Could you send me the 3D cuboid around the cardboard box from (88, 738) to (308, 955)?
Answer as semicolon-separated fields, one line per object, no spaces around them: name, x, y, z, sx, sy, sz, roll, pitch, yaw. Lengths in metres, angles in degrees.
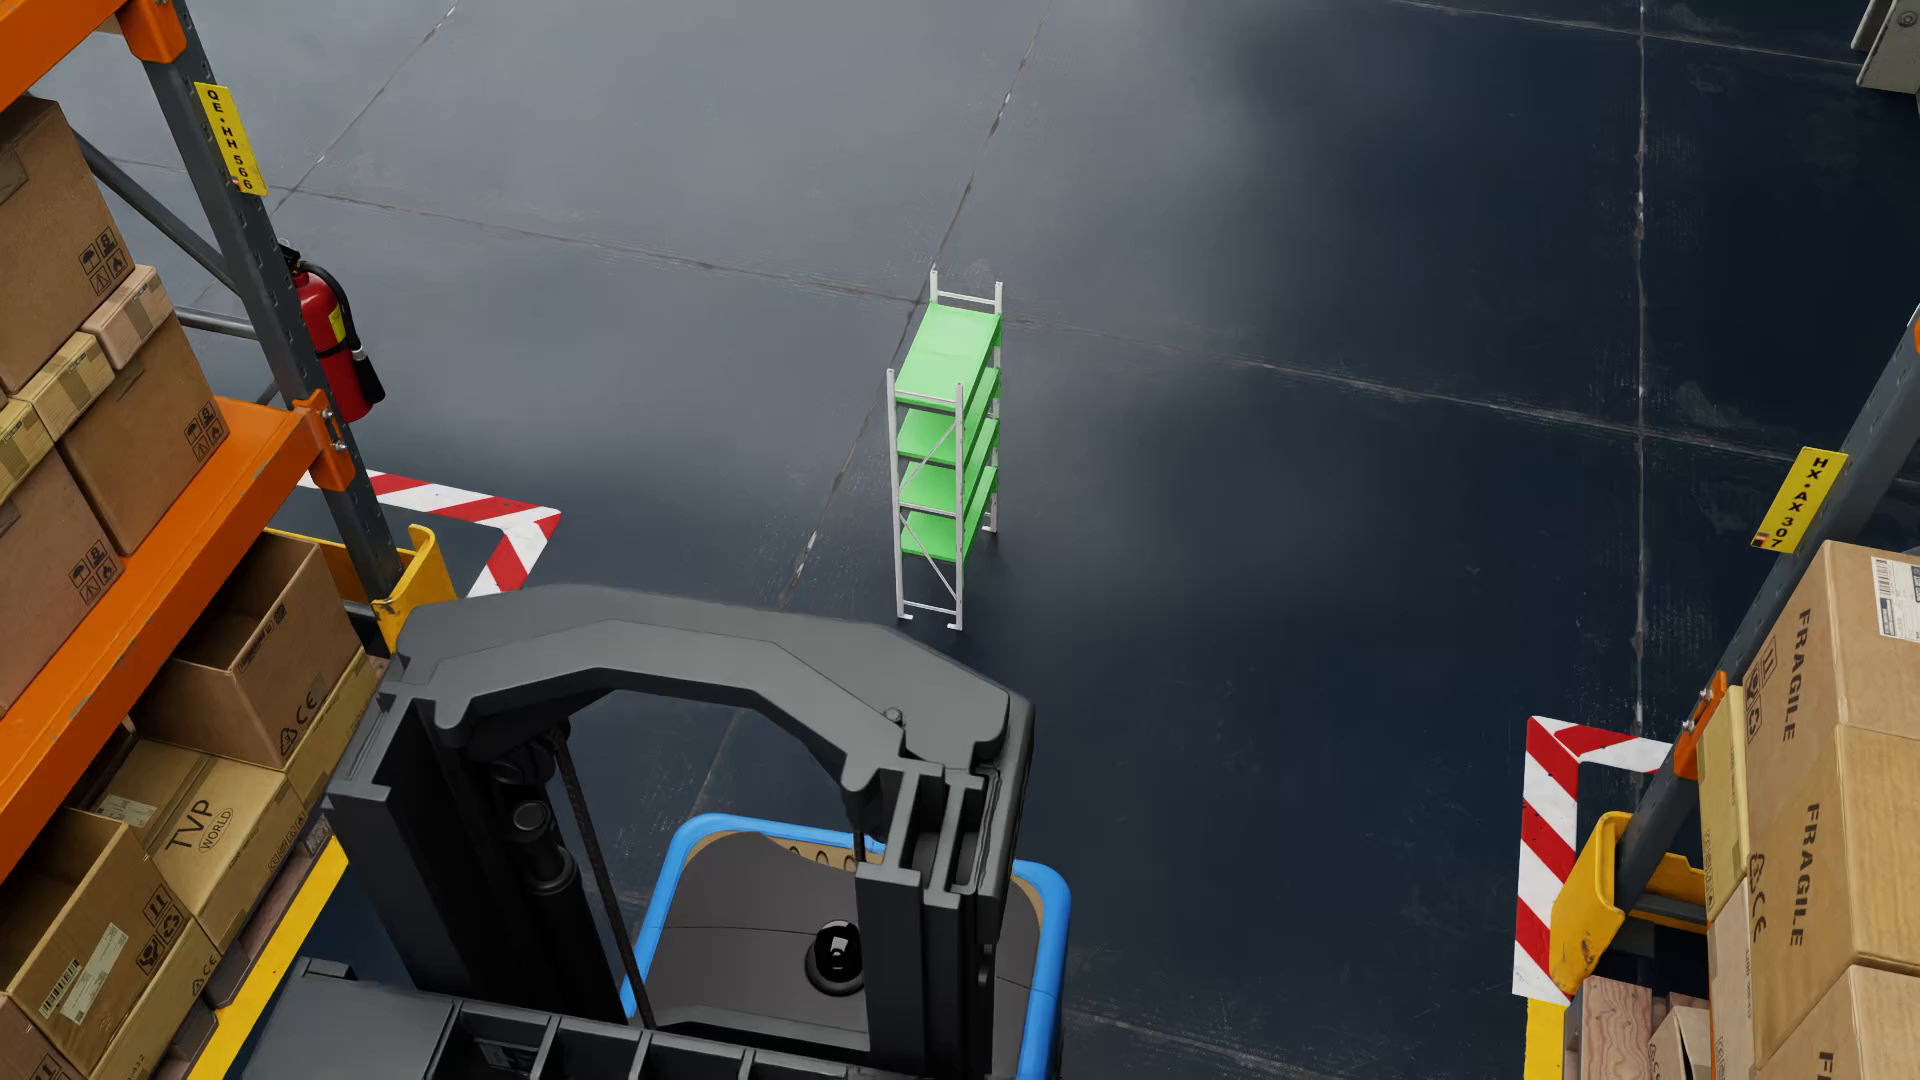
cardboard box;-2.341;0.914;4.997;0.500;0.250;0.500;12;50;10

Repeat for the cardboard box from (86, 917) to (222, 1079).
cardboard box;-2.471;1.276;4.677;0.500;0.250;0.500;12;50;10

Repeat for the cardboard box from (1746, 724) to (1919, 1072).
cardboard box;1.860;0.744;3.179;0.500;0.500;0.500;12;50;10

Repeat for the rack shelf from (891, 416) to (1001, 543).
rack shelf;-0.044;-0.235;5.742;0.258;0.148;0.480;12;50;10

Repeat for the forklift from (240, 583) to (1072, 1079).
forklift;-0.476;1.577;2.903;1.130;2.935;3.031;8;49;7

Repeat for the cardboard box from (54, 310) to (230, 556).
cardboard box;-2.500;-0.365;4.505;0.700;0.500;0.500;12;50;10

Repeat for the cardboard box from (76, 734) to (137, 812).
cardboard box;-2.849;0.810;5.088;0.500;0.250;0.500;12;50;10

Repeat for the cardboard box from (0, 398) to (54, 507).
cardboard box;-2.416;-0.226;3.950;0.380;0.149;0.250;11;49;9

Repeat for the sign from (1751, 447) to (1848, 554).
sign;1.892;-0.086;3.748;0.100;0.325;0.005;12;50;10

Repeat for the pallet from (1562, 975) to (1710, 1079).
pallet;2.147;1.866;4.462;1.003;0.211;1.213;12;50;10

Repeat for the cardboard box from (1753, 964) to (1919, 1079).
cardboard box;1.718;1.117;2.850;0.500;0.500;0.500;10;49;9

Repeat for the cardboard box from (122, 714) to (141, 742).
cardboard box;-2.721;0.448;5.408;0.500;0.250;0.500;12;50;10

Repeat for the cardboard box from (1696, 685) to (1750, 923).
cardboard box;1.980;0.641;3.770;0.500;0.250;0.500;10;49;9

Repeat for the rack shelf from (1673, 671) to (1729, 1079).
rack shelf;1.889;1.992;2.971;1.077;0.370;4.000;12;50;10

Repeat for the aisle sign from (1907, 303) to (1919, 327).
aisle sign;2.145;-0.664;3.101;0.394;0.787;0.004;12;50;10

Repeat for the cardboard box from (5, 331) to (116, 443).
cardboard box;-2.349;-0.411;4.113;0.380;0.149;0.250;13;50;11

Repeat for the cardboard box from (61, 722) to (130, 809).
cardboard box;-2.850;0.562;4.807;0.500;0.500;0.500;12;50;10

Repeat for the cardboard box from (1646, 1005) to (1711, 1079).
cardboard box;2.146;1.535;4.395;0.500;0.311;0.500;7;49;6

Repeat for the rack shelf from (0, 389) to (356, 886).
rack shelf;-2.891;1.018;3.831;1.077;0.370;4.000;12;50;10

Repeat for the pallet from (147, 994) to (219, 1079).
pallet;-2.849;1.697;4.612;1.003;0.211;1.213;12;50;10

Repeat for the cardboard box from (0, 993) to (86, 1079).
cardboard box;-2.601;1.390;4.076;0.500;0.500;0.500;12;50;10

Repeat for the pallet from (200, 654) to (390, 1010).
pallet;-2.526;0.817;5.388;1.003;0.211;1.213;12;50;10

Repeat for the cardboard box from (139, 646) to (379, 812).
cardboard box;-2.221;0.550;5.318;0.500;0.250;0.500;12;50;10

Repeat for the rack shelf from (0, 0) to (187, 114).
rack shelf;-2.891;0.025;2.706;1.077;0.370;4.000;12;50;10

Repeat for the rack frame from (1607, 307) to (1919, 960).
rack frame;2.415;0.308;3.978;1.000;3.000;0.127;12;50;10

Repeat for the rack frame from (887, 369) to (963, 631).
rack frame;-0.108;-0.101;5.539;0.240;1.200;0.015;12;50;10

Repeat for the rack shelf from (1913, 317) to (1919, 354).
rack shelf;1.889;1.000;1.846;1.077;0.370;4.000;12;50;10

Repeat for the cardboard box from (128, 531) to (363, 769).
cardboard box;-2.219;0.302;5.036;0.500;0.500;0.500;12;50;10

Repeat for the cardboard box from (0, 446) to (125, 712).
cardboard box;-2.634;0.016;4.169;0.700;0.500;0.500;13;50;11

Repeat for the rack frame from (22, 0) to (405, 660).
rack frame;-2.365;-0.667;4.838;1.000;3.000;0.127;12;50;10

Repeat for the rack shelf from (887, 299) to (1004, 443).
rack shelf;-0.044;-0.553;5.383;0.258;0.148;0.480;12;50;10

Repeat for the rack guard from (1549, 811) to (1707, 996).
rack guard;2.395;1.190;4.866;1.175;0.500;0.348;12;50;10

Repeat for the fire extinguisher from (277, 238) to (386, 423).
fire extinguisher;-1.886;-0.635;4.862;0.296;0.674;0.183;12;50;10

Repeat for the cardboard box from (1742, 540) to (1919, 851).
cardboard box;2.000;0.389;3.493;0.500;0.500;0.500;12;50;10

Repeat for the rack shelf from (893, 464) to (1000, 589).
rack shelf;-0.044;-0.076;5.922;0.258;0.148;0.480;12;50;10

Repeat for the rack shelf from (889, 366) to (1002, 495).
rack shelf;-0.044;-0.394;5.562;0.258;0.148;0.480;12;50;10

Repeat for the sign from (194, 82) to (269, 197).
sign;-1.845;-1.012;4.212;0.100;0.325;0.005;12;50;10

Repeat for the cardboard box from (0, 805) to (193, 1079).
cardboard box;-2.468;1.028;4.395;0.500;0.500;0.500;12;50;10

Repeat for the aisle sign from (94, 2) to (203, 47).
aisle sign;-2.064;-1.517;3.854;0.394;0.787;0.004;12;50;10

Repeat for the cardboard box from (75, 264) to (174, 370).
cardboard box;-2.282;-0.601;4.280;0.380;0.149;0.250;11;49;9

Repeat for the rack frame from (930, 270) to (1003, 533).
rack frame;0.021;-0.454;5.850;0.240;1.200;0.015;12;50;10

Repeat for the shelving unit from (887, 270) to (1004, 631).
shelving unit;-0.044;-0.277;5.694;0.258;1.200;0.503;12;50;10

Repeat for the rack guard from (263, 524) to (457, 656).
rack guard;-2.359;0.143;5.791;1.175;0.500;0.348;12;50;10

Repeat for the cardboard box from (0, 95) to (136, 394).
cardboard box;-2.514;-0.756;3.985;0.700;0.500;0.500;12;50;10

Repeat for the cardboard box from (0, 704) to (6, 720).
cardboard box;-2.770;0.374;3.853;0.700;0.500;0.500;12;50;10

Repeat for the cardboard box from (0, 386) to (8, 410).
cardboard box;-2.647;-0.375;3.648;0.700;0.500;0.500;10;49;9

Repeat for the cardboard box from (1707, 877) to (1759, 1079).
cardboard box;1.857;1.019;3.436;0.500;0.250;0.500;10;49;9
